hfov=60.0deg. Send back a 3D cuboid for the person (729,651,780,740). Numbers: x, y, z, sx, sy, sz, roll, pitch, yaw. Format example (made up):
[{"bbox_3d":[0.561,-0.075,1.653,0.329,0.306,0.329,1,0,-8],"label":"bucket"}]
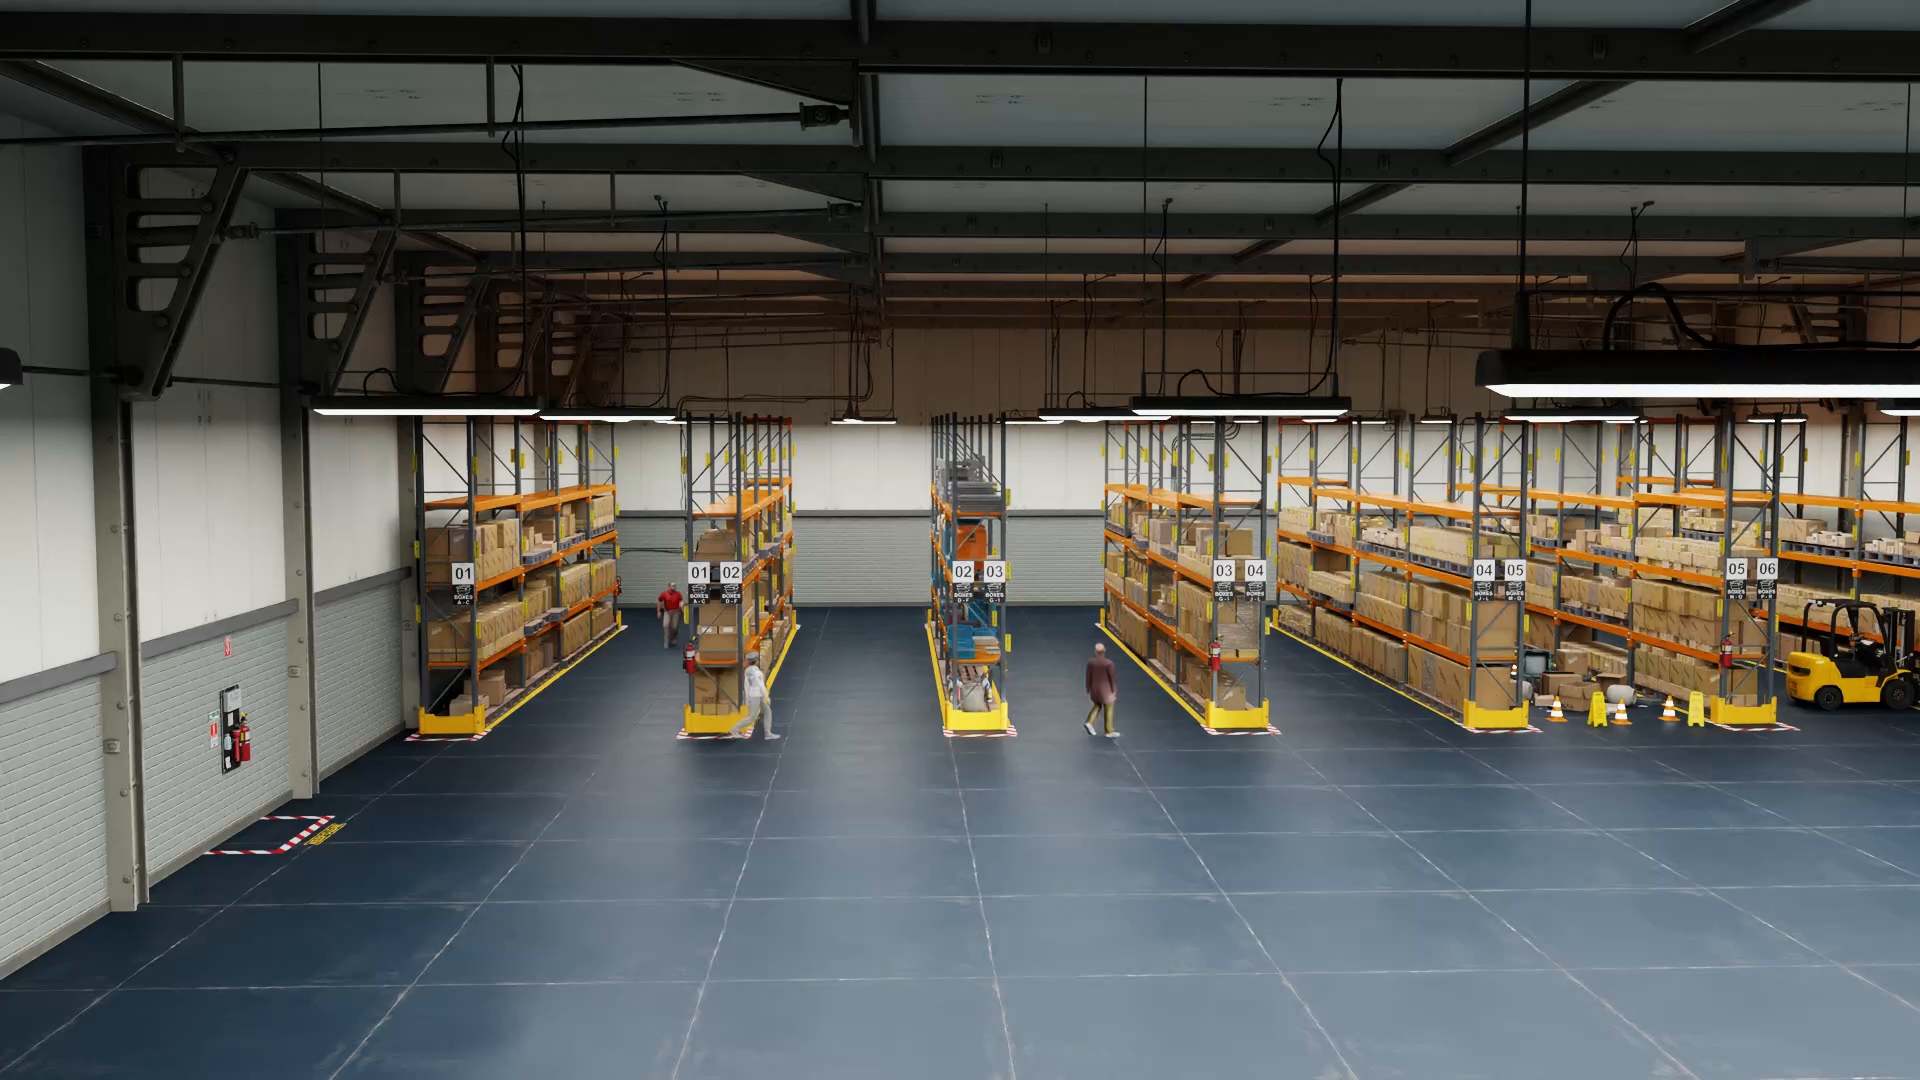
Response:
[{"bbox_3d":[-3.739,2.836,30.265,0.923,1.629,0.467,0,4,-4],"label":"person"}]

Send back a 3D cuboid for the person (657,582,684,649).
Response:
[{"bbox_3d":[-7.522,1.947,43.346,0.742,1.717,0.995,0,4,-3],"label":"person"}]

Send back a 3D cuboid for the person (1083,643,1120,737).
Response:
[{"bbox_3d":[2.624,2.768,30.697,0.655,1.769,0.654,3,5,39],"label":"person"}]

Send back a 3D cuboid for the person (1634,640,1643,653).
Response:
[{"bbox_3d":[16.929,2.079,41.474,0.436,1.726,0.536,3,5,36],"label":"person"}]
